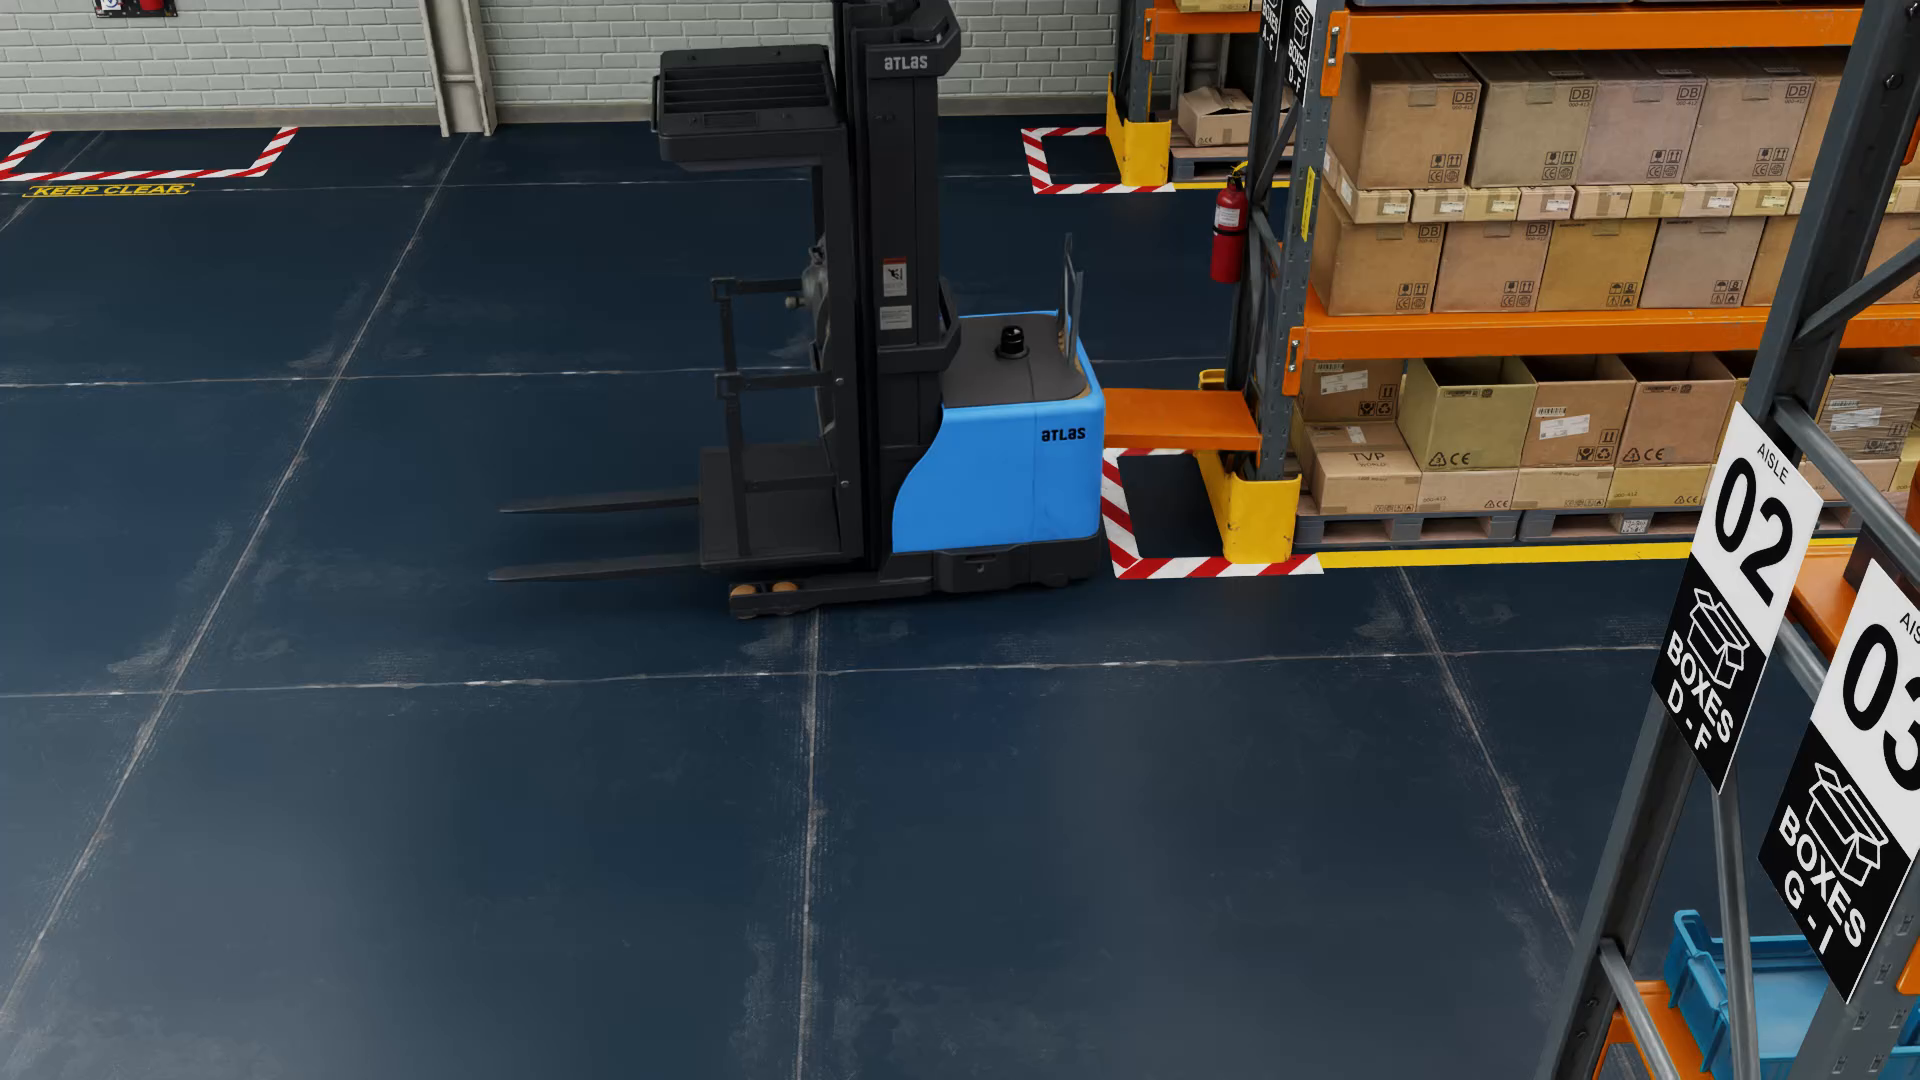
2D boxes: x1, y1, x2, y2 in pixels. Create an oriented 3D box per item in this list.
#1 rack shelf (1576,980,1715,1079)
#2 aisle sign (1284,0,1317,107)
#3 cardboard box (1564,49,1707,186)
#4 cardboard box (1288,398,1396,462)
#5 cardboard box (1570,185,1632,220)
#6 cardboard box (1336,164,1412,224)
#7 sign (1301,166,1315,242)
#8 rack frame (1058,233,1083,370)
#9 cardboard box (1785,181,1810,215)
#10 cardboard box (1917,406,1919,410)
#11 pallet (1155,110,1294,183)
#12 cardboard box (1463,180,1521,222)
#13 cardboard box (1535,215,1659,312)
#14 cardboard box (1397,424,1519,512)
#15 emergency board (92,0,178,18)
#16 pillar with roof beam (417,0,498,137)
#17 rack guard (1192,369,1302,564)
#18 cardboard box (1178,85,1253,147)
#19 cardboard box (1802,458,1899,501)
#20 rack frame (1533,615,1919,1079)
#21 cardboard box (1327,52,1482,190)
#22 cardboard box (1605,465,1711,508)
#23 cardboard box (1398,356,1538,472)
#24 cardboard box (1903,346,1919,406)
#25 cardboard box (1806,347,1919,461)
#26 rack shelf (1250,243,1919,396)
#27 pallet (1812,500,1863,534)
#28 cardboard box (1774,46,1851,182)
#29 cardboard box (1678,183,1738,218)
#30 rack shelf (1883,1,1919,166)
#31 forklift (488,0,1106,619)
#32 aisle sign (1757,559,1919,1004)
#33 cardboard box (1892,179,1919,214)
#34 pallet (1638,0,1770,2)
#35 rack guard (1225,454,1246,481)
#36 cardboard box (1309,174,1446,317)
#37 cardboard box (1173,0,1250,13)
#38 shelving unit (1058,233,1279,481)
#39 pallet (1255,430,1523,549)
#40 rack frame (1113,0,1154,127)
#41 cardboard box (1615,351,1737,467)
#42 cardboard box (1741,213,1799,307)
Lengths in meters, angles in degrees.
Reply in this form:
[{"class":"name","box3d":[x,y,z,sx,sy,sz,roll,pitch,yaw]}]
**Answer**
[{"class":"rack shelf","box3d":[3.779,1.613,4.451,4.000,0.370,1.077,-2,35,-2]},{"class":"aisle sign","box3d":[1.499,-2.338,7.244,0.004,0.787,0.394,-2,35,-2]},{"class":"cardboard box","box3d":[3.098,-2.057,7.895,0.500,0.500,0.700,-1,35,-2]},{"class":"cardboard box","box3d":[2.072,-0.669,9.164,0.500,0.250,0.500,-2,35,-2]},{"class":"cardboard box","box3d":[2.983,-1.669,7.904,0.250,0.149,0.380,-3,35,-4]},{"class":"cardboard box","box3d":[1.952,-1.640,7.863,0.250,0.149,0.380,-2,35,-3]},{"class":"sign","box3d":[1.570,-1.517,7.512,0.005,0.325,0.100,-2,35,-2]},{"class":"rack frame","box3d":[0.512,-0.746,8.387,0.032,1.500,0.500,1,32,-4]},{"class":"cardboard box","box3d":[4.016,-1.698,7.945,0.250,0.149,0.380,-1,35,-1]},{"class":"cardboard box","box3d":[5.068,-0.754,9.287,0.500,0.250,0.500,-2,35,-2]},{"class":"pallet","box3d":[2.201,-3.117,13.105,1.213,0.211,1.003,-2,35,-2]},{"class":"cardboard box","box3d":[2.465,-1.655,7.884,0.250,0.149,0.380,-1,35,-2]},{"class":"cardboard box","box3d":[3.038,-1.518,8.256,0.500,0.500,0.700,-1,35,-2]},{"class":"cardboard box","box3d":[2.596,-0.390,8.761,0.500,0.250,0.500,-2,35,-2]},{"class":"emergency board","box3d":[-6.493,-4.564,12.745,0.643,1.169,0.194,-2,35,-2]},{"class":"pillar with roof beam","box3d":[-3.819,-4.629,7.567,0.400,9.000,9.100,-2,35,-2]},{"class":"rack guard","box3d":[1.526,-0.416,8.948,0.348,0.500,1.175,-2,35,-2]},{"class":"cardboard box","box3d":[2.007,-3.303,12.899,0.500,0.311,0.500,-5,35,-8]},{"class":"cardboard box","box3d":[4.593,-0.450,8.847,0.500,0.250,0.500,-2,35,-2]},{"class":"rack frame","box3d":[1.781,1.371,4.169,0.127,3.000,1.000,-2,35,-2]},{"class":"cardboard box","box3d":[2.070,-2.026,7.850,0.500,0.500,0.700,-1,35,-2]},{"class":"cardboard box","box3d":[3.595,-0.414,8.796,0.500,0.250,0.500,-2,35,-2]},{"class":"cardboard box","box3d":[2.596,-0.697,8.546,0.500,0.500,0.500,-2,35,-2]},{"class":"cardboard box","box3d":[5.068,-1.068,9.082,0.500,0.500,0.500,-2,35,-2]},{"class":"cardboard box","box3d":[4.593,-0.759,8.635,0.500,0.500,0.500,-2,35,-2]},{"class":"rack shelf","box3d":[3.548,-1.202,8.520,4.000,0.370,1.077,-2,35,-2]},{"class":"pallet","box3d":[4.749,-0.408,9.190,1.213,0.211,1.003,-2,35,-2]},{"class":"cardboard box","box3d":[4.098,-2.084,7.933,0.500,0.500,0.700,-2,35,-2]},{"class":"cardboard box","box3d":[3.488,-1.681,7.922,0.250,0.149,0.380,-1,35,-2]},{"class":"rack shelf","box3d":[3.779,-0.689,2.858,4.000,0.370,1.077,-2,35,-2]},{"class":"forklift","box3d":[-0.850,-1.138,7.854,3.031,2.935,1.130,-5,35,-7]},{"class":"aisle sign","box3d":[1.723,0.471,3.186,0.004,0.787,0.394,-2,35,-2]},{"class":"cardboard box","box3d":[4.513,-1.709,7.962,0.250,0.149,0.380,-2,35,-2]},{"class":"pallet","box3d":[3.479,-2.680,7.465,1.213,0.211,1.003,-2,35,-2]},{"class":"rack guard","box3d":[1.493,-0.203,8.791,0.087,0.250,0.587,1,32,-4]},{"class":"cardboard box","box3d":[2.017,-1.491,8.217,0.500,0.500,0.700,-2,35,-2]},{"class":"cardboard box","box3d":[1.814,-4.039,12.101,0.500,0.250,0.500,-3,35,-4]},{"class":"shelving unit","box3d":[1.028,-0.739,8.424,1.083,1.500,0.587,1,32,-4]},{"class":"pallet","box3d":[2.312,-0.342,9.095,1.213,0.211,1.003,-2,35,-2]},{"class":"rack frame","box3d":[1.312,-4.260,12.306,0.127,3.000,1.000,-2,35,-2]},{"class":"cardboard box","box3d":[3.595,-0.722,8.581,0.500,0.500,0.500,-2,35,-2]},{"class":"cardboard box","box3d":[4.075,-1.549,8.300,0.500,0.500,0.700,-1,35,-2]}]
